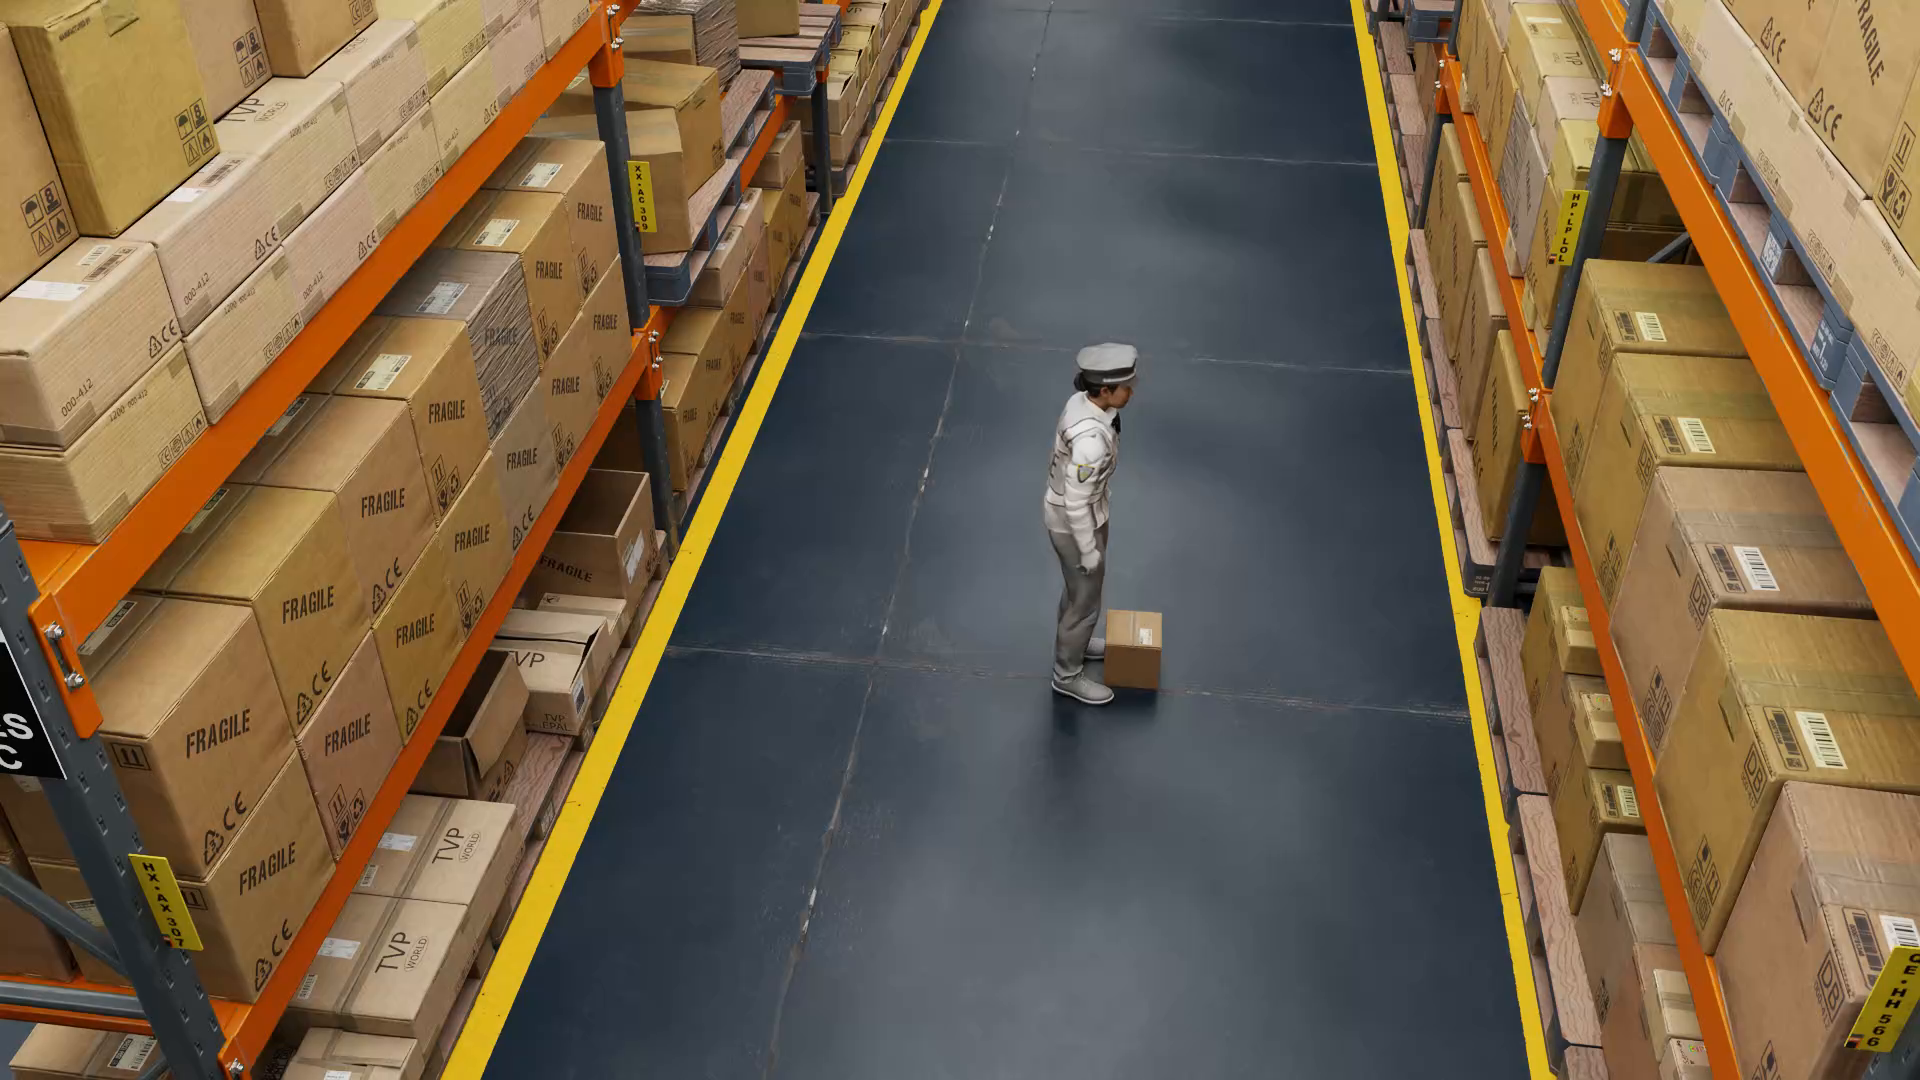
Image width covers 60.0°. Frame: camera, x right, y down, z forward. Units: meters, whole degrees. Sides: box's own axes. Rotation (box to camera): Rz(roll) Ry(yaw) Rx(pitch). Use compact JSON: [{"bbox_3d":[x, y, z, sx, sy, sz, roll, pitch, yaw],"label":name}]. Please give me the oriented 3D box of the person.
[{"bbox_3d":[0.542,-0.082,7.147,0.372,1.663,0.529,5,37,6],"label":"person"}]
